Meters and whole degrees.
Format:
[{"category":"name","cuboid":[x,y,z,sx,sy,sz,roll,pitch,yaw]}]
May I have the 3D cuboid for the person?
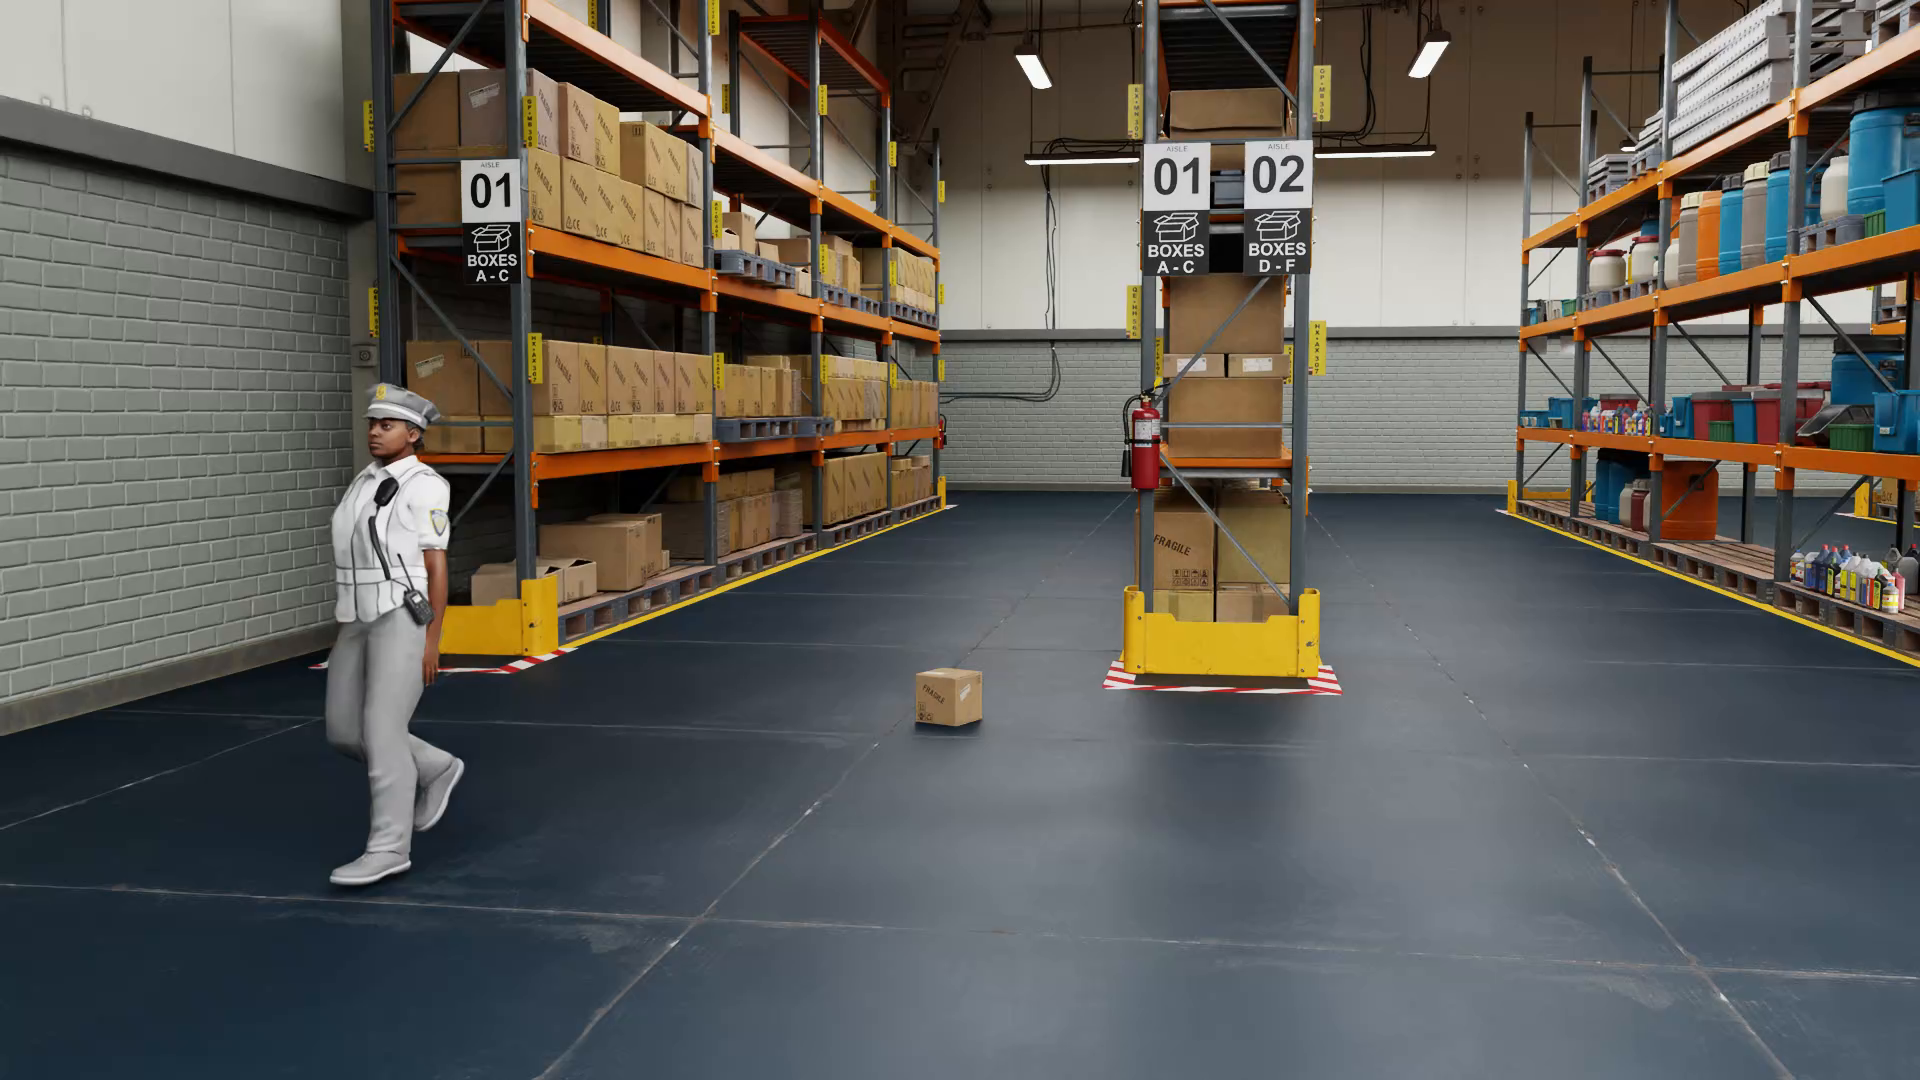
[{"category":"person","cuboid":[-1.954,0.295,5.778,0.451,1.678,0.667,3,6,34]}]
